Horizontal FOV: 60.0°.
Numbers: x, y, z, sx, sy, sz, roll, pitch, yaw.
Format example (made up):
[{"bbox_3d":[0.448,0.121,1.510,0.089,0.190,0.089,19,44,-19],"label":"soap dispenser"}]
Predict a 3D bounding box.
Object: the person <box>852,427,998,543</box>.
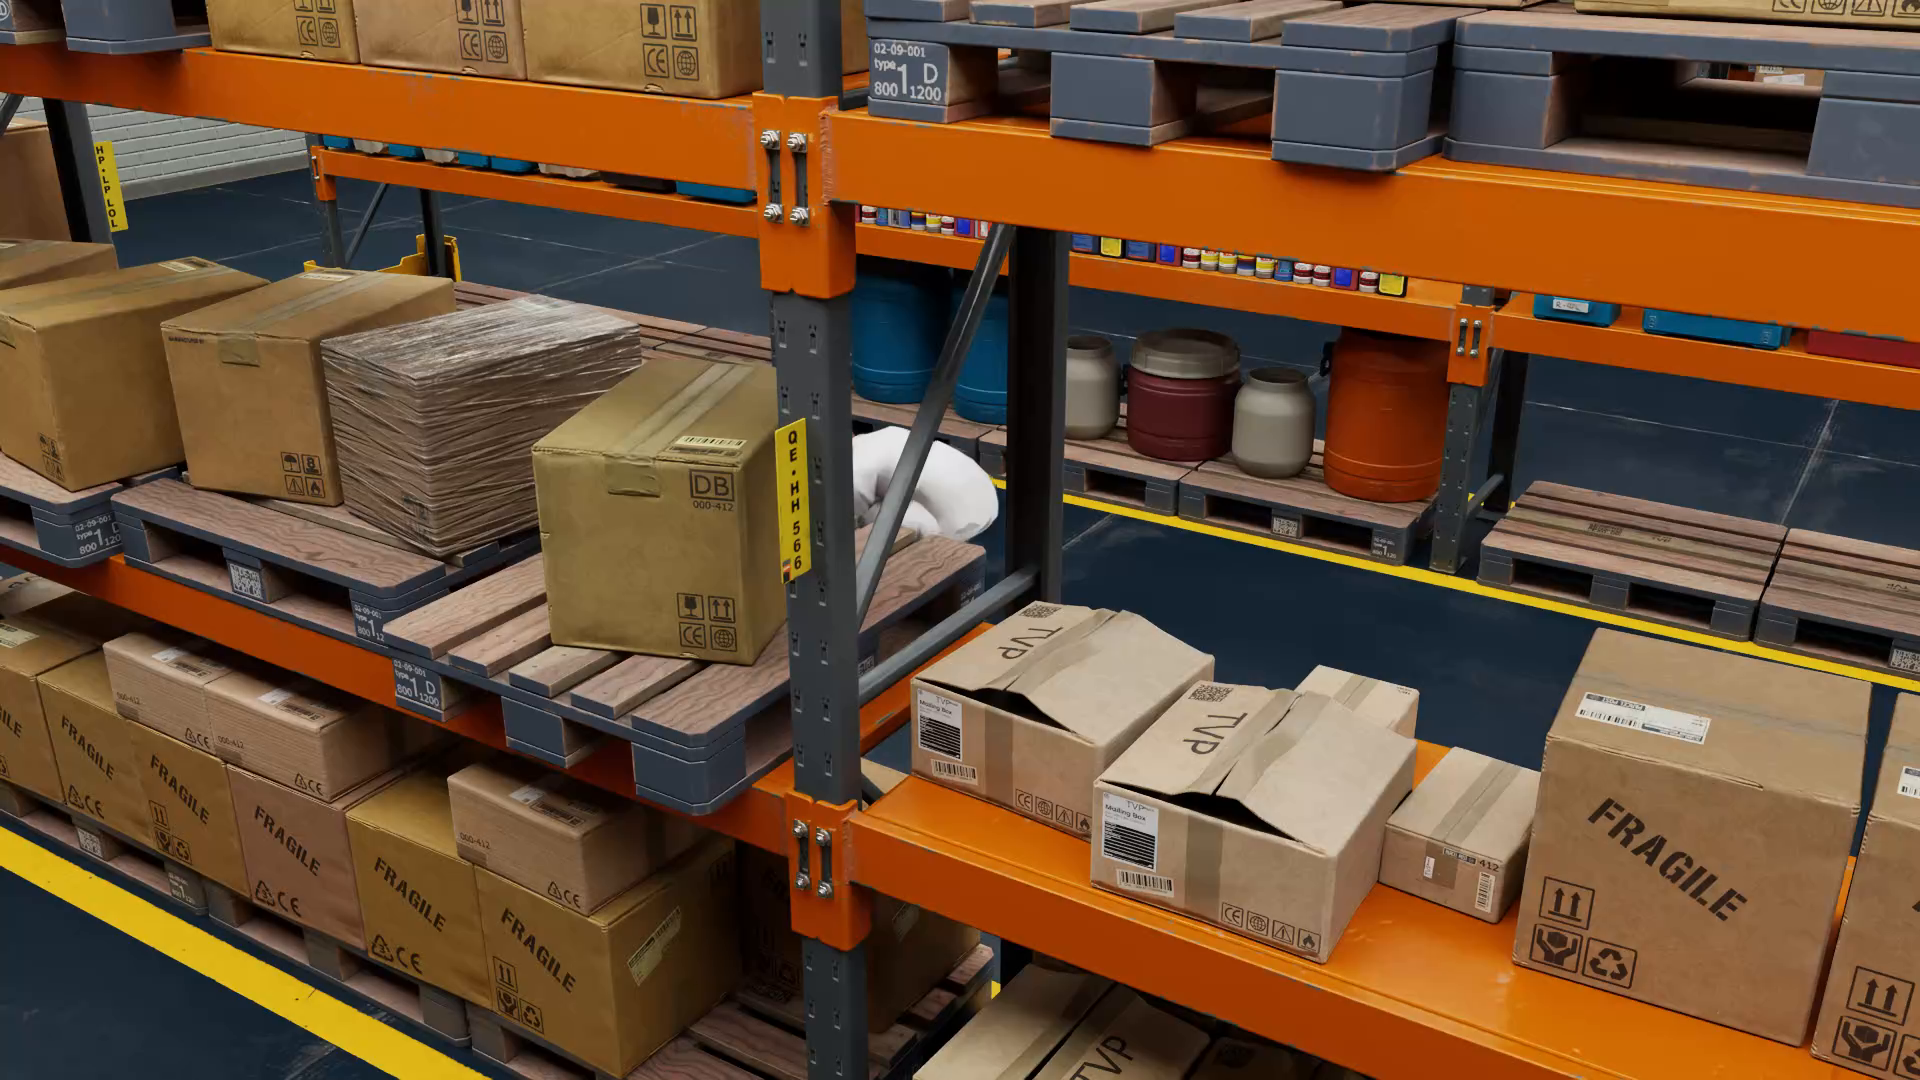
[{"bbox_3d":[-0.255,-0.102,7.681,0.917,0.854,0.570,13,26,28],"label":"person"}]
